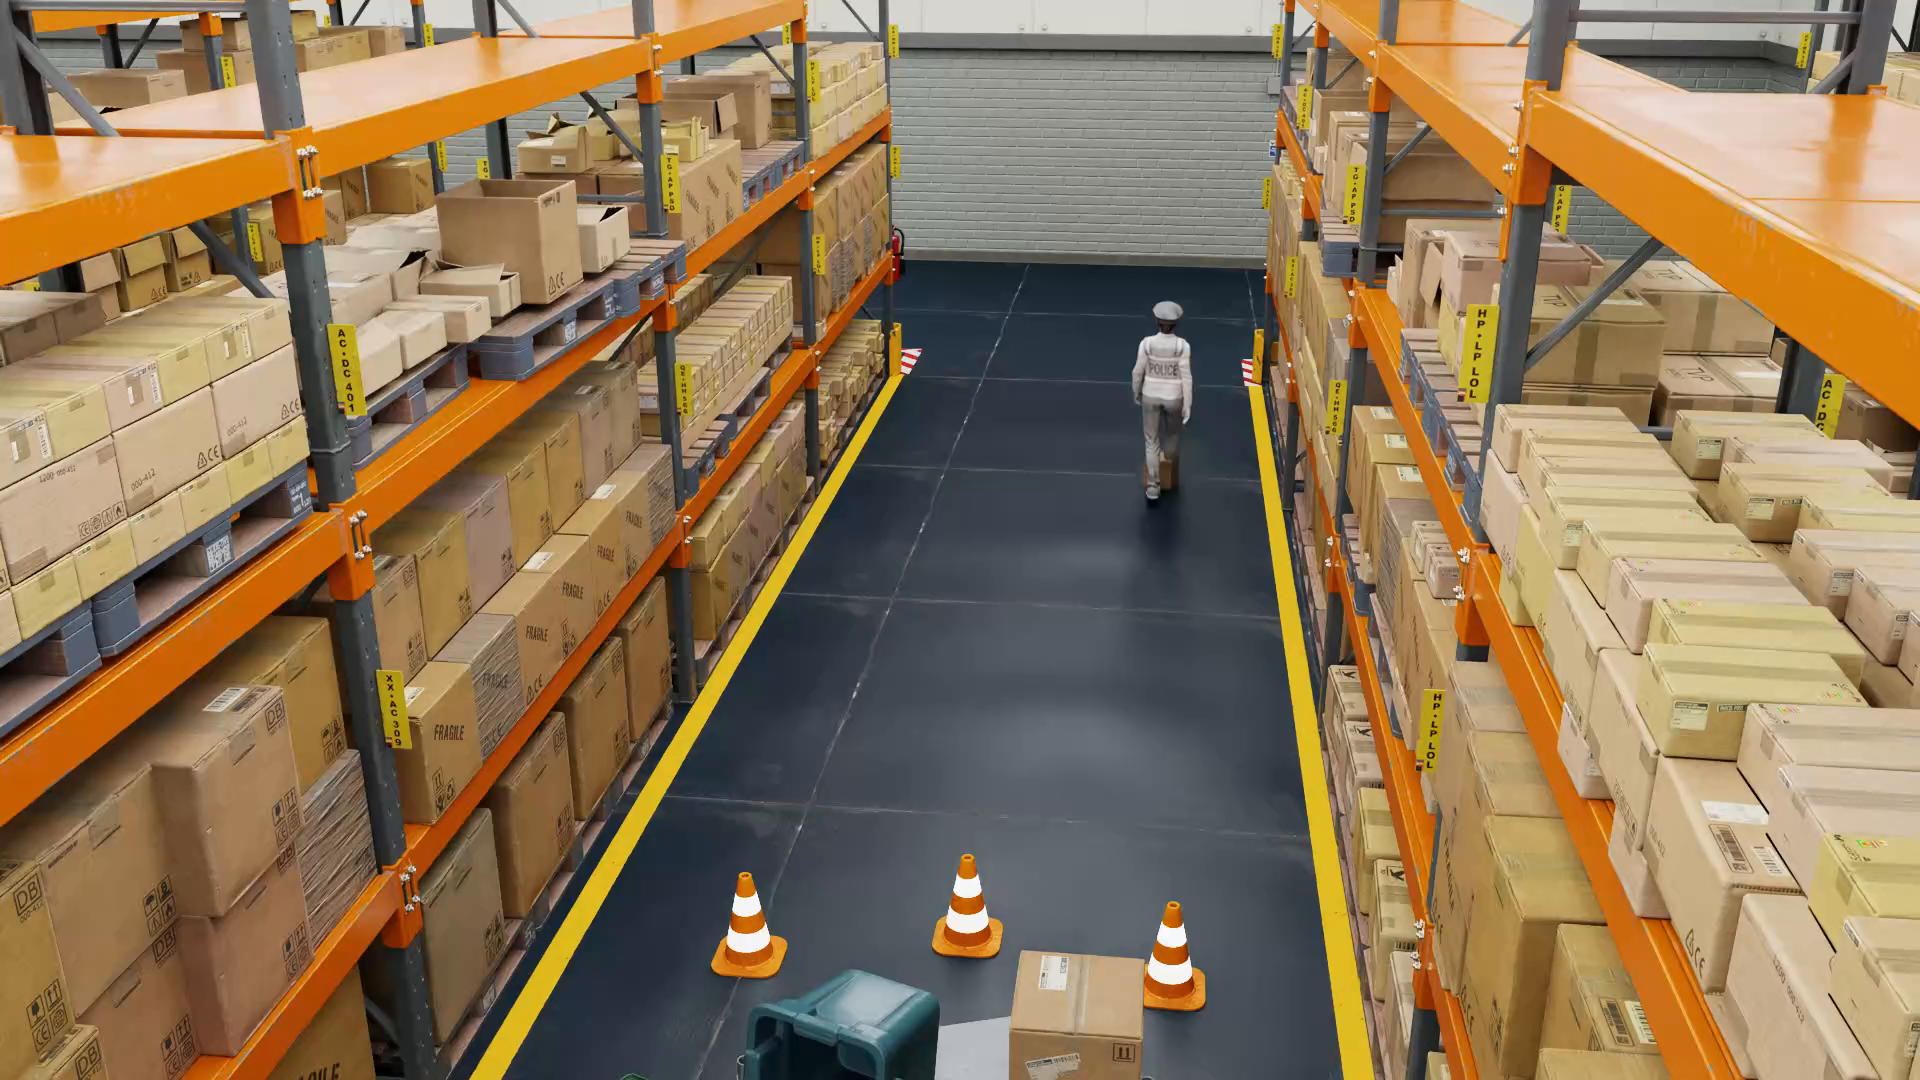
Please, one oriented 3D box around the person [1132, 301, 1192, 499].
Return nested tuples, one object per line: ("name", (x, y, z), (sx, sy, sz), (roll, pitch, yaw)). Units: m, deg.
("person", (1.717, -1.245, 14.194), (0.509, 1.639, 0.931), (2, 21, 5))
